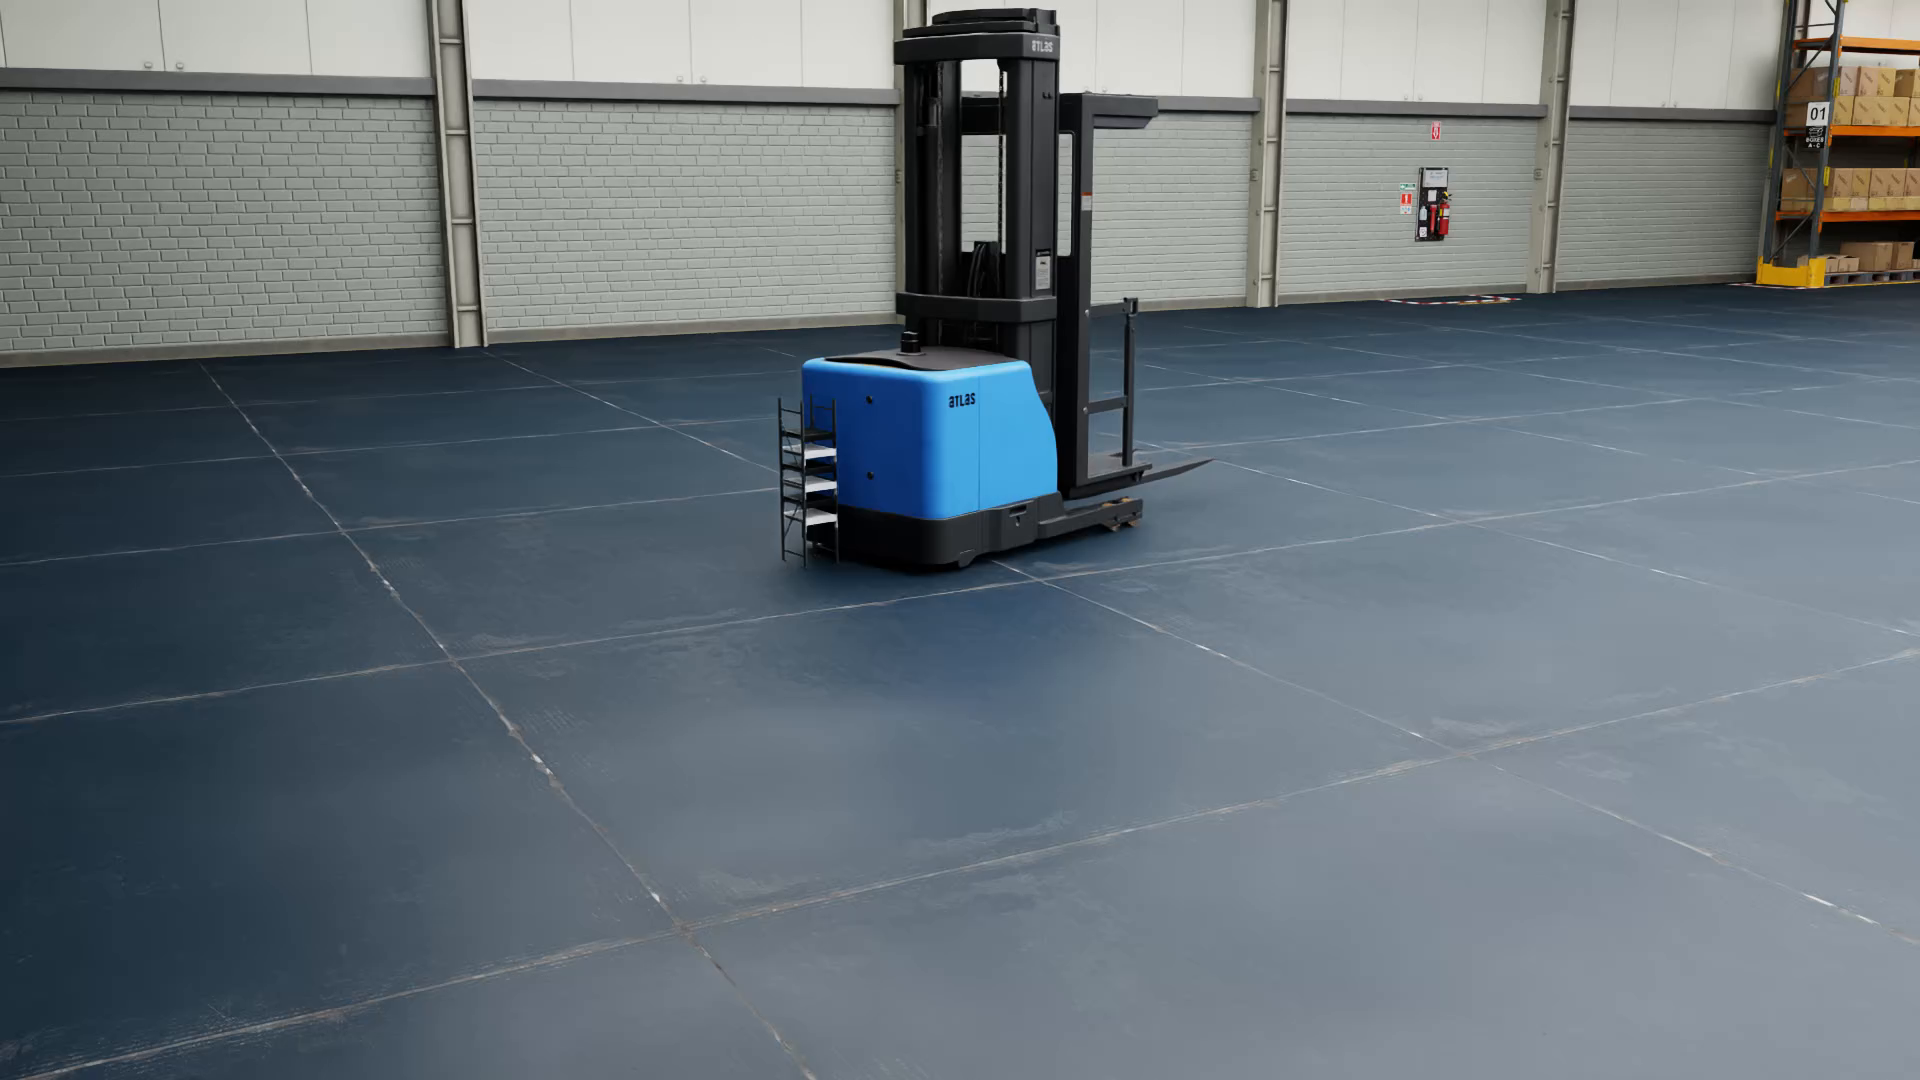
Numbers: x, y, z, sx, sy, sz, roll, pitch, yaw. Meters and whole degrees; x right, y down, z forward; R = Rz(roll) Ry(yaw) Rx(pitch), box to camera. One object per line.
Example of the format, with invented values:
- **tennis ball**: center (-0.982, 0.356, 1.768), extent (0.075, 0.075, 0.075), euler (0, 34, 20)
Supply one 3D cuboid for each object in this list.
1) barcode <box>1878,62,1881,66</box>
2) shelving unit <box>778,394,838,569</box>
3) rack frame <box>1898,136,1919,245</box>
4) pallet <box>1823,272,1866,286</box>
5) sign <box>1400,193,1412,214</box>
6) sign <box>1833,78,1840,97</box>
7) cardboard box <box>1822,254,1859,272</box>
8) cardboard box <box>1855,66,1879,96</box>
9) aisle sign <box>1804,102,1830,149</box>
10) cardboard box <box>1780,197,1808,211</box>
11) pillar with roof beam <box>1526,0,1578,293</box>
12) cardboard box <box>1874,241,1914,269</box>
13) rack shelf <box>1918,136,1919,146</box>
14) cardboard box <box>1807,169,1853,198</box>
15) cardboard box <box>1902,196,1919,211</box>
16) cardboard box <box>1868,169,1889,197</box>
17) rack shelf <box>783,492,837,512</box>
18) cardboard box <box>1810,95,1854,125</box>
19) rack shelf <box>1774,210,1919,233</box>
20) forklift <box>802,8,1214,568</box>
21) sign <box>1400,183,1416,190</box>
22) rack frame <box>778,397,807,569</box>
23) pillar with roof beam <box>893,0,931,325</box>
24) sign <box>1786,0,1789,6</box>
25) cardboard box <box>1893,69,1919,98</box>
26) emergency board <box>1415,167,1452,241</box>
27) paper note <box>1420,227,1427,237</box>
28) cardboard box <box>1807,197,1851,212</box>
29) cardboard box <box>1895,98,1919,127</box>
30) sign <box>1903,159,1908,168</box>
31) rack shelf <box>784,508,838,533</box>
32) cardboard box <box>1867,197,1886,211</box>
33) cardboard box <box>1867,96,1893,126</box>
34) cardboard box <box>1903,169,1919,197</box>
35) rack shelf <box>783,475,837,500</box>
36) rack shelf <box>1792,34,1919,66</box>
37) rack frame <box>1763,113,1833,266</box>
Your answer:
- **barcode**: center (17.051, -8.826, 30.837), extent (0.075, 0.075, 0.001), euler (-7, 14, -28)
- **shelving unit**: center (-0.818, -0.319, 8.976), extent (0.210, 0.900, 0.258), euler (-10, 16, -37)
- **rack frame**: center (18.478, -6.499, 31.656), extent (0.127, 3.000, 1.000), euler (-7, 14, -28)
- **pallet**: center (15.763, -4.805, 30.478), extent (1.213, 0.211, 1.003), euler (-7, 14, -28)
- **sign**: center (7.178, -5.414, 26.753), extent (0.234, 0.329, 0.001), euler (-7, 14, -28)
- **sign**: center (15.227, -7.864, 28.897), extent (0.005, 0.325, 0.100), euler (-7, 14, -28)
- **cardboard box**: center (16.117, -5.097, 30.546), extent (0.500, 0.311, 0.500), euler (-6, 14, -23)
- **cardboard box**: center (15.886, -8.125, 29.498), extent (0.500, 0.500, 0.500), euler (-7, 14, -29)
- **aisle sign**: center (15.047, -7.281, 29.211), extent (0.004, 0.787, 0.394), euler (-7, 14, -28)
- **cardboard box**: center (15.284, -6.102, 30.185), extent (0.500, 0.250, 0.500), euler (-7, 14, -27)
- **pillar with roof beam**: center (11.963, -7.785, 23.705), extent (0.400, 9.000, 9.100), euler (-7, 14, -28)
- **cardboard box**: center (17.586, -5.378, 31.363), extent (0.500, 0.500, 0.500), euler (-8, 15, -32)
- **rack shelf**: center (20.233, -7.822, 32.341), extent (4.000, 0.370, 1.077), euler (-7, 14, -28)
- **cardboard box**: center (15.530, -6.373, 29.684), extent (0.500, 0.500, 0.500), euler (-7, 14, -28)
- **cardboard box**: center (17.332, -6.221, 30.716), extent (0.500, 0.250, 0.500), euler (-7, 14, -28)
- **cardboard box**: center (16.425, -6.476, 30.143), extent (0.500, 0.500, 0.500), euler (-7, 15, -30)
- **rack shelf**: center (-0.818, -0.198, 9.003), extent (0.200, 0.077, 0.258), euler (-10, 16, -37)
- **cardboard box**: center (15.380, -7.587, 29.386), extent (0.500, 0.500, 0.500), euler (-6, 14, -26)
- **rack shelf**: center (16.722, -5.938, 30.801), extent (4.000, 0.370, 1.077), euler (-7, 14, -28)
- **forklift**: center (0.452, -1.548, 9.813), extent (1.130, 2.935, 3.031), euler (11, 16, 39)
- **sign**: center (7.186, -5.671, 26.690), extent (0.331, 0.109, 0.001), euler (-7, 14, -28)
- **rack frame**: center (-0.898, -0.305, 8.914), extent (0.006, 0.900, 0.240), euler (-10, 16, -37)
- **pillar with roof beam**: center (1.430, -6.522, 18.095), extent (0.400, 9.000, 9.100), euler (-7, 14, -28)
- **sign**: center (14.719, -9.647, 29.493), extent (0.005, 0.325, 0.100), euler (-7, 14, -28)
- **cardboard box**: center (17.238, -8.287, 30.220), extent (0.500, 0.500, 0.500), euler (-7, 15, -30)
- **emergency board**: center (7.713, -5.435, 26.927), extent (0.643, 1.169, 0.194), euler (-7, 14, -28)
- **paper note**: center (7.524, -5.000, 27.000), extent (0.142, 0.148, 0.016), euler (-7, 14, -28)
- **cardboard box**: center (15.547, -6.005, 29.757), extent (0.500, 0.250, 0.500), euler (-7, 15, -29)
- **cardboard box**: center (17.234, -7.804, 30.349), extent (0.500, 0.500, 0.500), euler (-7, 15, -30)
- **sign**: center (18.208, -7.171, 32.003), extent (0.005, 0.325, 0.100), euler (-7, 14, -28)
- **rack shelf**: center (-0.818, -0.111, 9.023), extent (0.200, 0.077, 0.258), euler (-10, 16, -37)
- **cardboard box**: center (16.446, -6.115, 30.245), extent (0.500, 0.250, 0.500), euler (-7, 15, -29)
- **cardboard box**: center (16.322, -7.692, 29.853), extent (0.500, 0.500, 0.500), euler (-6, 14, -25)
- **cardboard box**: center (17.328, -6.588, 30.638), extent (0.500, 0.500, 0.500), euler (-7, 15, -29)
- **rack shelf**: center (-0.818, -0.286, 8.983), extent (0.200, 0.077, 0.258), euler (-10, 16, -37)
- **rack shelf**: center (16.722, -8.863, 30.142), extent (4.000, 0.370, 1.077), euler (-7, 14, -28)
- **rack frame**: center (14.967, -6.078, 29.787), extent (0.127, 3.000, 1.000), euler (-7, 14, -28)
